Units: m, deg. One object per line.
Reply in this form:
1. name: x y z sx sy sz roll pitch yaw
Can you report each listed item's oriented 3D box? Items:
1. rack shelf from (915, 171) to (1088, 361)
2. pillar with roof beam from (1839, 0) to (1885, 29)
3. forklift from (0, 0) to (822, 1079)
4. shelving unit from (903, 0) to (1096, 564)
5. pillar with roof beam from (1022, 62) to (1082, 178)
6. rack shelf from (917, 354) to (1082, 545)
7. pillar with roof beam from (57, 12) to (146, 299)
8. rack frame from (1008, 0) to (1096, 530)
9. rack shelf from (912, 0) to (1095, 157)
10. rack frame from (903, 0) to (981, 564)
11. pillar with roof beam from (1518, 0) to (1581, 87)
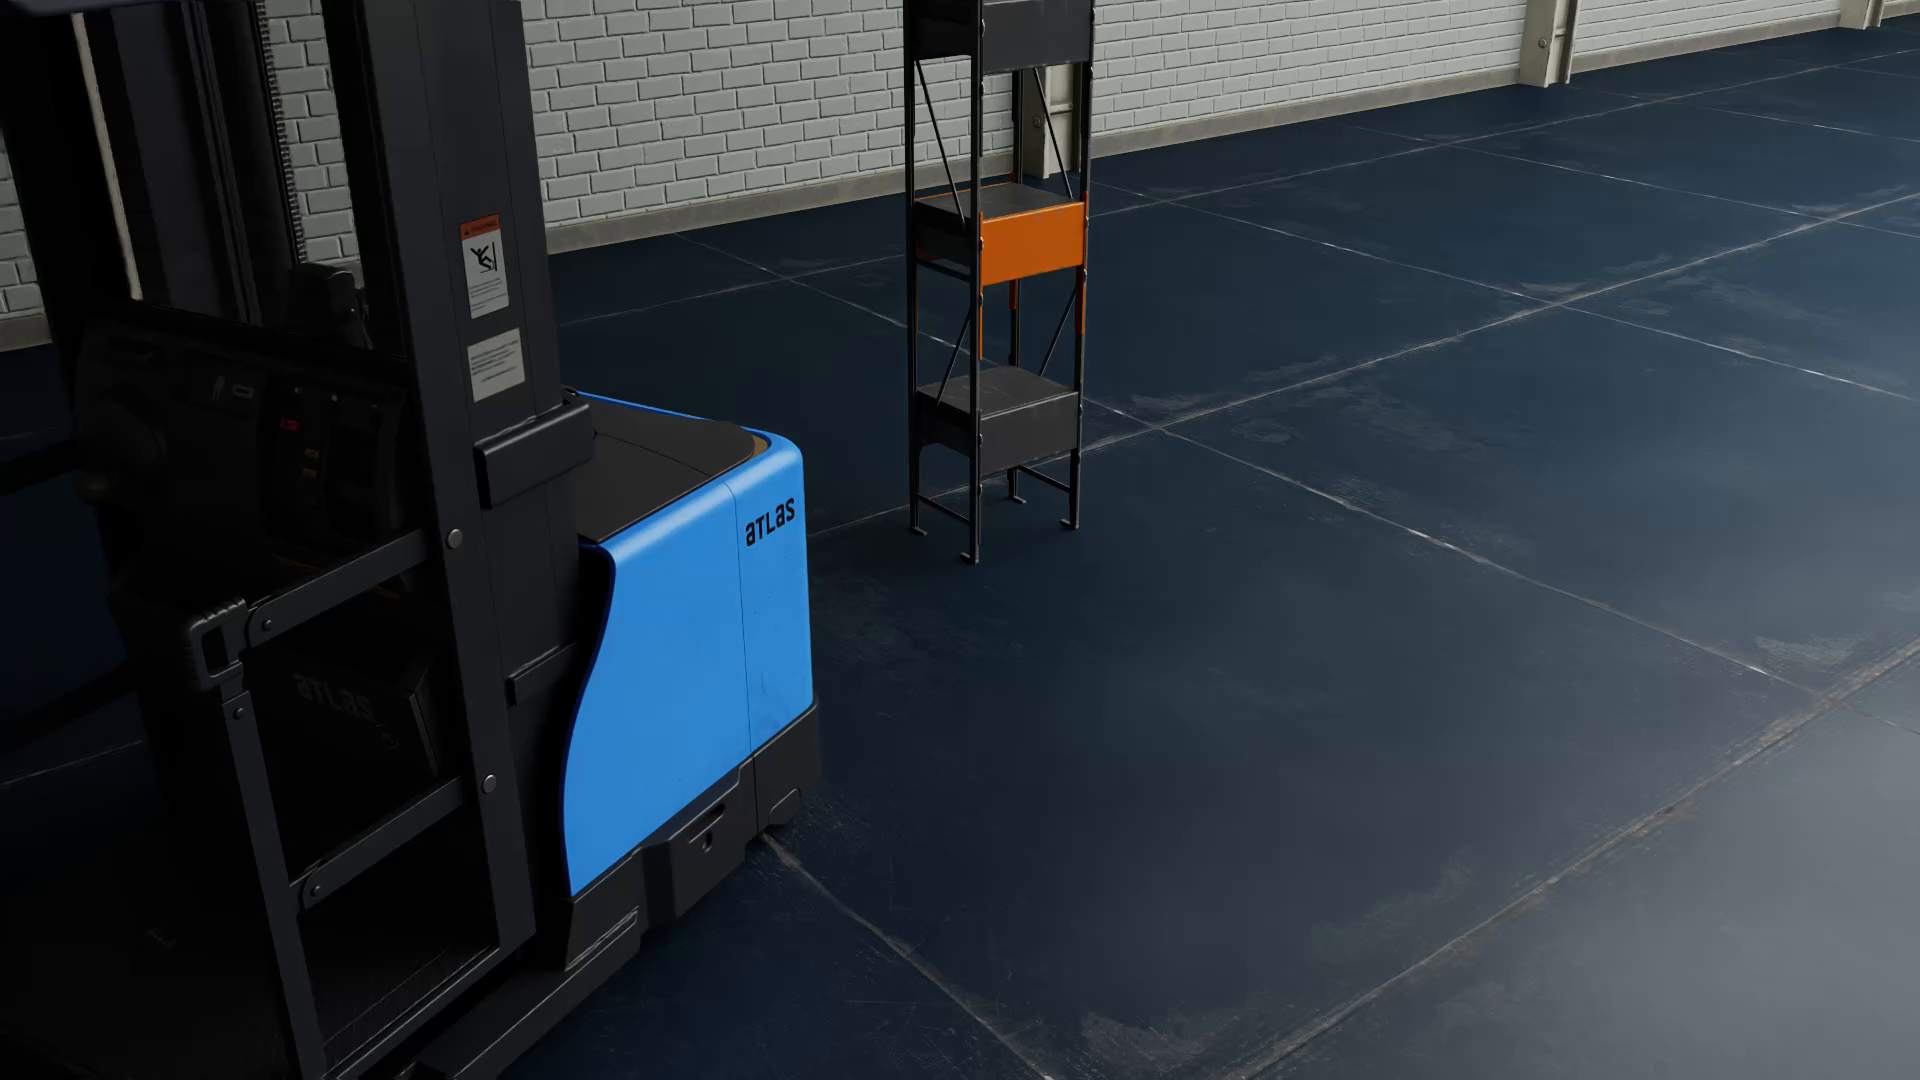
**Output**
1. rack shelf: 0.130 -0.983 5.906 0.480 0.518 0.431 -18 31 -34
2. pillar with roof beam: 12.749 -8.431 13.728 0.400 9.000 9.100 -18 31 -34
3. forklift: -1.547 -0.176 3.147 1.130 2.935 3.031 13 28 26
4. shelving unit: 0.130 -0.995 5.901 0.503 2.100 0.431 -18 31 -34
5. pillar with roof beam: 3.306 -5.314 7.011 0.400 9.000 9.100 -18 31 -34
6. rack shelf: 0.130 -0.348 6.201 0.480 0.518 0.431 -18 31 -34
7. pillar with roof beam: -1.416 -3.756 3.653 0.400 9.000 9.100 -18 31 -34
8. rack frame: 0.322 -1.059 6.037 0.015 2.100 0.400 -18 31 -34
9. rack shelf: 0.130 -1.618 5.612 0.480 0.518 0.431 -18 31 -34
10. rack frame: -0.062 -0.932 5.764 0.015 2.100 0.400 -18 31 -34
11. pillar with roof beam: 8.027 -6.873 10.369 0.400 9.000 9.100 -18 31 -34
